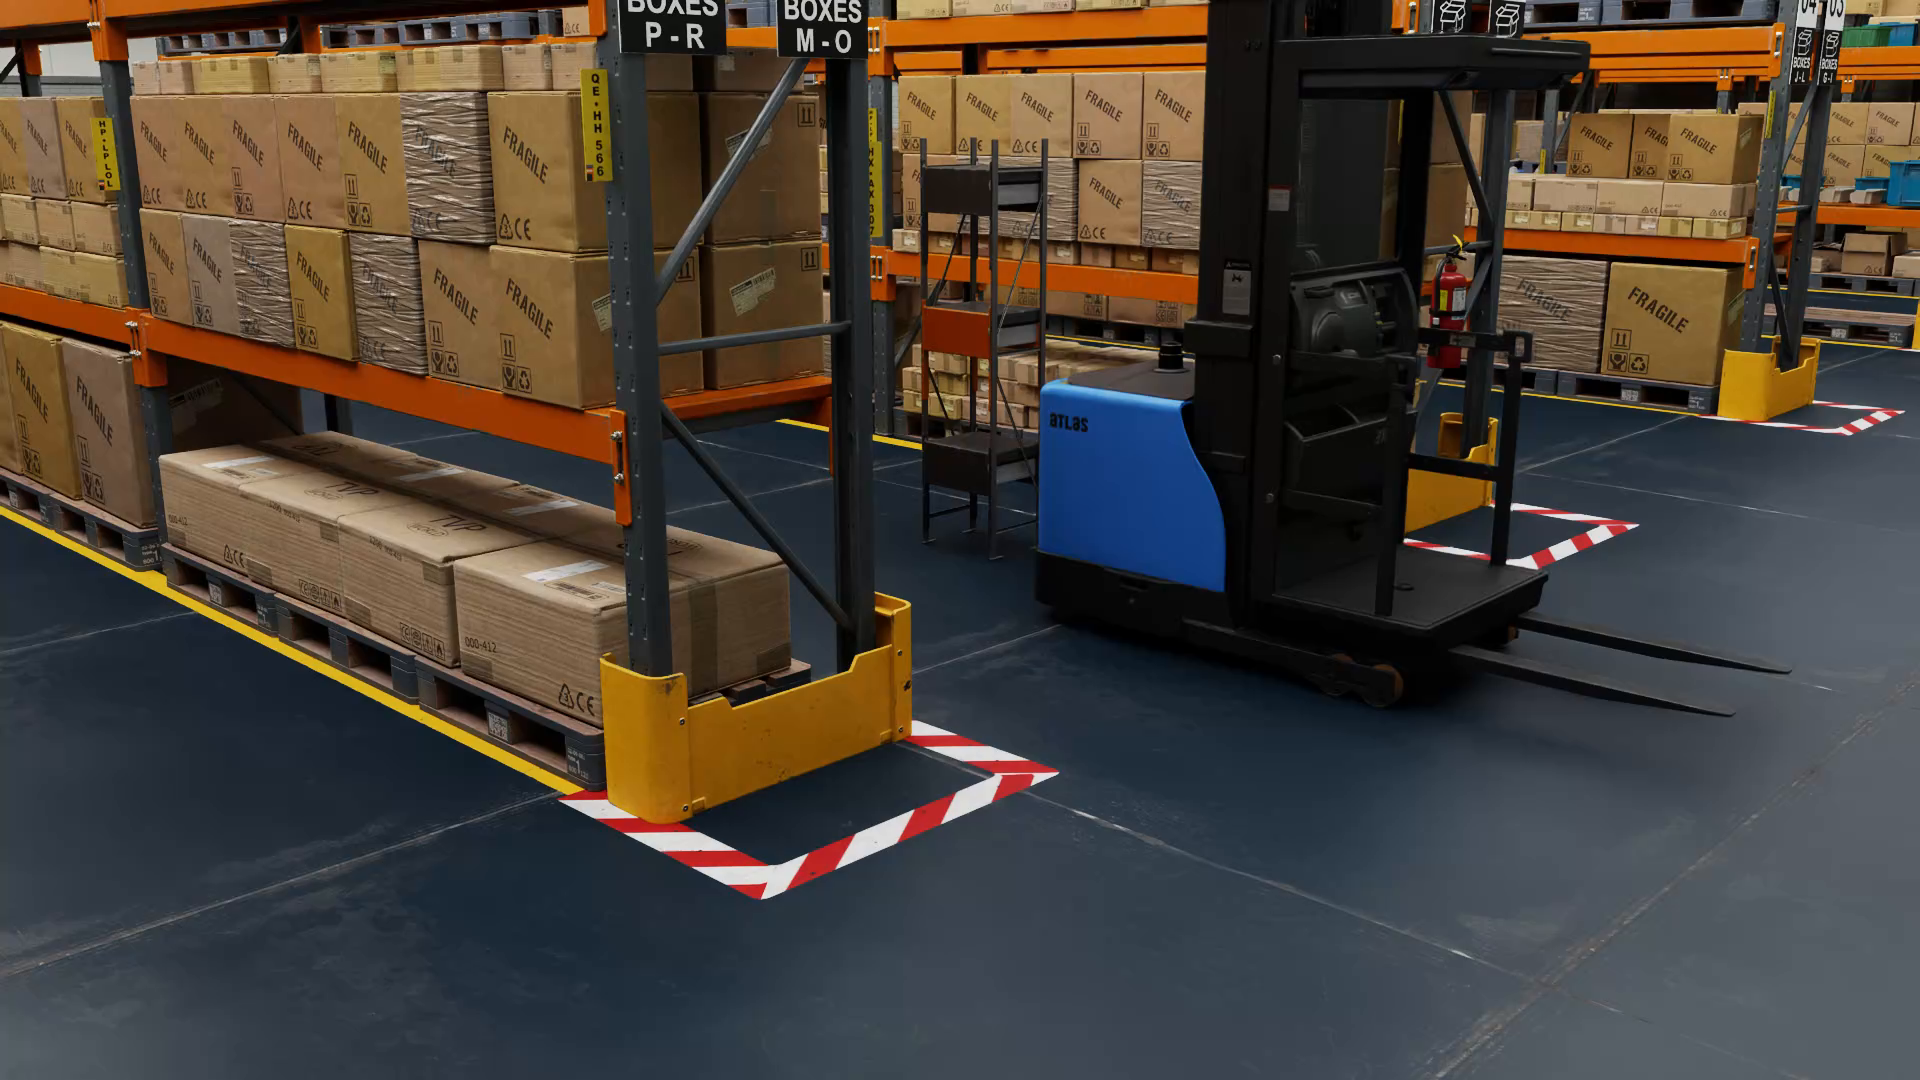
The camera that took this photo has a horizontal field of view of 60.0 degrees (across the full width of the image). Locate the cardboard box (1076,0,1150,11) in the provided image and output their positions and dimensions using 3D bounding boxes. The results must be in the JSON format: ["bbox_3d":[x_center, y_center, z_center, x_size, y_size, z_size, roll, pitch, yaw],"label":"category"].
[{"bbox_3d":[1.037,-3.255,9.824,0.500,0.250,0.500,-13,20,-42],"label":"cardboard box"}]

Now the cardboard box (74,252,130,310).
[{"bbox_3d":[-4.076,-1.322,8.353,0.500,0.250,0.500,13,19,41],"label":"cardboard box"}]

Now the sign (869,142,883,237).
[{"bbox_3d":[-0.309,-1.219,5.786,0.005,0.325,0.100,14,20,42],"label":"sign"}]

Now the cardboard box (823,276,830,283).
[{"bbox_3d":[-0.948,-1.904,12.929,0.500,0.250,0.500,-14,20,-43],"label":"cardboard box"}]

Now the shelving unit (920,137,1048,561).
[{"bbox_3d":[0.119,-0.987,8.556,0.503,2.100,0.431,14,20,42],"label":"shelving unit"}]

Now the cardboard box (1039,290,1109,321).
[{"bbox_3d":[1.540,-2.754,16.932,0.875,0.875,1.225,14,20,42],"label":"cardboard box"}]

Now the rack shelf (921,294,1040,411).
[{"bbox_3d":[0.119,-0.974,8.560,0.480,0.518,0.431,14,20,42],"label":"rack shelf"}]

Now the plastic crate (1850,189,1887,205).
[{"bbox_3d":[8.905,-3.371,16.323,0.243,0.136,0.396,14,20,42],"label":"plastic crate"}]

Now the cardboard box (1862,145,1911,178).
[{"bbox_3d":[11.454,-4.602,20.446,0.500,0.500,0.500,13,20,41],"label":"cardboard box"}]

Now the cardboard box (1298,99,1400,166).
[{"bbox_3d":[2.163,-2.289,8.996,0.500,0.500,0.500,13,20,41],"label":"cardboard box"}]

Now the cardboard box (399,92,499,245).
[{"bbox_3d":[-1.607,-1.321,5.872,0.500,0.500,0.500,14,20,42],"label":"cardboard box"}]

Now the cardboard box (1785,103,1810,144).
[{"bbox_3d":[10.695,-5.266,21.013,0.500,0.500,0.500,13,19,40],"label":"cardboard box"}]

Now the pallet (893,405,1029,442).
[{"bbox_3d":[0.293,-0.817,11.650,1.213,0.211,1.003,14,20,42],"label":"pallet"}]

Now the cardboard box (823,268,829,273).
[{"bbox_3d":[-1.298,-3.268,19.609,0.500,0.500,0.700,12,19,37],"label":"cardboard box"}]

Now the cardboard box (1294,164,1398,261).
[{"bbox_3d":[2.163,-1.802,9.111,0.500,0.500,0.500,-14,20,-43],"label":"cardboard box"}]

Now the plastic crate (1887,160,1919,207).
[{"bbox_3d":[9.247,-3.430,15.959,0.499,0.435,0.616,14,20,42],"label":"plastic crate"}]

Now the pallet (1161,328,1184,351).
[{"bbox_3d":[2.693,-1.932,15.930,1.213,0.211,1.003,14,20,42],"label":"pallet"}]

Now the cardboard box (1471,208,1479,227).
[{"bbox_3d":[4.406,-2.654,13.668,0.250,0.149,0.380,13,19,41],"label":"cardboard box"}]

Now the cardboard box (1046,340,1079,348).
[{"bbox_3d":[0.618,-1.295,11.593,0.250,0.149,0.380,13,20,42],"label":"cardboard box"}]

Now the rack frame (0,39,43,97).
[{"bbox_3d":[-6.457,-2.062,10.896,0.127,3.000,1.000,14,20,42],"label":"rack frame"}]

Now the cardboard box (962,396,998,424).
[{"bbox_3d":[0.231,-0.899,11.254,0.250,0.149,0.380,14,20,42],"label":"cardboard box"}]

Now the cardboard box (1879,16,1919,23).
[{"bbox_3d":[11.430,-6.184,20.075,0.500,0.250,0.500,14,20,42],"label":"cardboard box"}]

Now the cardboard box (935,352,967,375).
[{"bbox_3d":[0.047,-1.232,11.355,0.380,0.149,0.250,-13,20,-41],"label":"cardboard box"}]

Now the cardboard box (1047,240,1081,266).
[{"bbox_3d":[0.744,-1.826,10.488,0.380,0.149,0.250,-13,20,-42],"label":"cardboard box"}]

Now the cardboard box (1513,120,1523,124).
[{"bbox_3d":[9.478,-7.113,29.213,0.500,0.500,0.700,14,20,42],"label":"cardboard box"}]

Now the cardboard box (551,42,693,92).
[{"bbox_3d":[-1.096,-1.534,5.403,0.250,0.149,0.380,14,20,43],"label":"cardboard box"}]

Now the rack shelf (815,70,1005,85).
[{"bbox_3d":[-0.460,-6.913,24.992,4.000,0.370,1.077,14,20,42],"label":"rack shelf"}]

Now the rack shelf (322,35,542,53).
[{"bbox_3d":[-4.534,-4.431,15.468,4.000,0.370,1.077,14,20,42],"label":"rack shelf"}]

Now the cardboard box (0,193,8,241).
[{"bbox_3d":[-5.186,-1.826,9.298,0.500,0.250,0.500,14,20,43],"label":"cardboard box"}]

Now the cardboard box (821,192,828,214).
[{"bbox_3d":[-0.826,-2.438,12.007,0.250,0.149,0.380,14,20,43],"label":"cardboard box"}]

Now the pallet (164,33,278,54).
[{"bbox_3d":[-8.312,-5.659,18.927,1.213,0.211,1.003,14,20,42],"label":"pallet"}]

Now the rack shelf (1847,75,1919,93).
[{"bbox_3d":[15.055,-6.611,23.833,4.000,0.370,1.077,14,20,42],"label":"rack shelf"}]

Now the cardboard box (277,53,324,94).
[{"bbox_3d":[-2.447,-1.835,6.559,0.250,0.149,0.380,14,20,42],"label":"cardboard box"}]

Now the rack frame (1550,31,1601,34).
[{"bbox_3d":[6.739,-6.962,17.806,0.127,3.000,1.000,14,20,42],"label":"rack frame"}]

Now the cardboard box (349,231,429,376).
[{"bbox_3d":[-1.957,-0.925,6.335,0.500,0.500,0.500,-14,20,-43],"label":"cardboard box"}]

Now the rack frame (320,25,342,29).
[{"bbox_3d":[-5.974,-6.581,16.342,0.127,3.000,1.000,14,20,42],"label":"rack frame"}]

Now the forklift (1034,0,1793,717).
[{"bbox_3d":[1.767,-0.917,6.640,3.031,2.935,1.130,13,20,41],"label":"forklift"}]

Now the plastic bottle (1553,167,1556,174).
[{"bbox_3d":[6.771,-4.145,19.121,0.133,0.283,0.061,14,20,42],"label":"plastic bottle"}]

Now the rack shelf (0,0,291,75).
[{"bbox_3d":[-5.018,-2.815,9.265,4.000,0.370,1.077,14,20,42],"label":"rack shelf"}]

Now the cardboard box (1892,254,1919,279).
[{"bbox_3d":[11.833,-3.362,20.468,0.500,0.250,0.500,14,20,42],"label":"cardboard box"}]

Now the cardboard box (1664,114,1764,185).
[{"bbox_3d":[5.647,-2.932,12.457,0.500,0.500,0.500,14,20,43],"label":"cardboard box"}]

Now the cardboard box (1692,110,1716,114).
[{"bbox_3d":[12.005,-6.727,26.487,0.500,0.250,0.500,13,20,41],"label":"cardboard box"}]

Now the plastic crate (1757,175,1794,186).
[{"bbox_3d":[8.505,-3.693,17.371,0.300,0.233,0.416,14,20,42],"label":"plastic crate"}]

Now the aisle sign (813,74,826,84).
[{"bbox_3d":[-2.155,-7.377,26.139,0.004,0.787,0.394,14,20,42],"label":"aisle sign"}]

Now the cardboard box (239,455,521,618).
[{"bbox_3d":[-2.555,-0.039,7.382,0.875,0.438,0.875,13,19,41],"label":"cardboard box"}]

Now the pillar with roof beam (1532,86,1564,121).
[{"bbox_3d":[7.412,-9.064,25.871,0.400,9.000,9.100,14,20,42],"label":"pillar with roof beam"}]

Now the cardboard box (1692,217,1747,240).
[{"bbox_3d":[5.695,-2.341,12.467,0.380,0.149,0.250,-14,20,-43],"label":"cardboard box"}]

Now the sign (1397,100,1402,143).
[{"bbox_3d":[2.265,-2.194,8.479,0.005,0.325,0.100,14,20,42],"label":"sign"}]

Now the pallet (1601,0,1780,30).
[{"bbox_3d":[5.639,-3.997,12.550,1.213,0.211,1.003,14,20,42],"label":"pallet"}]

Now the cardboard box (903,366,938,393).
[{"bbox_3d":[-0.176,-1.124,11.528,0.380,0.149,0.250,-13,20,-42],"label":"cardboard box"}]

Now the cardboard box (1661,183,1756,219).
[{"bbox_3d":[5.647,-2.568,12.548,0.500,0.250,0.500,13,20,41],"label":"cardboard box"}]
